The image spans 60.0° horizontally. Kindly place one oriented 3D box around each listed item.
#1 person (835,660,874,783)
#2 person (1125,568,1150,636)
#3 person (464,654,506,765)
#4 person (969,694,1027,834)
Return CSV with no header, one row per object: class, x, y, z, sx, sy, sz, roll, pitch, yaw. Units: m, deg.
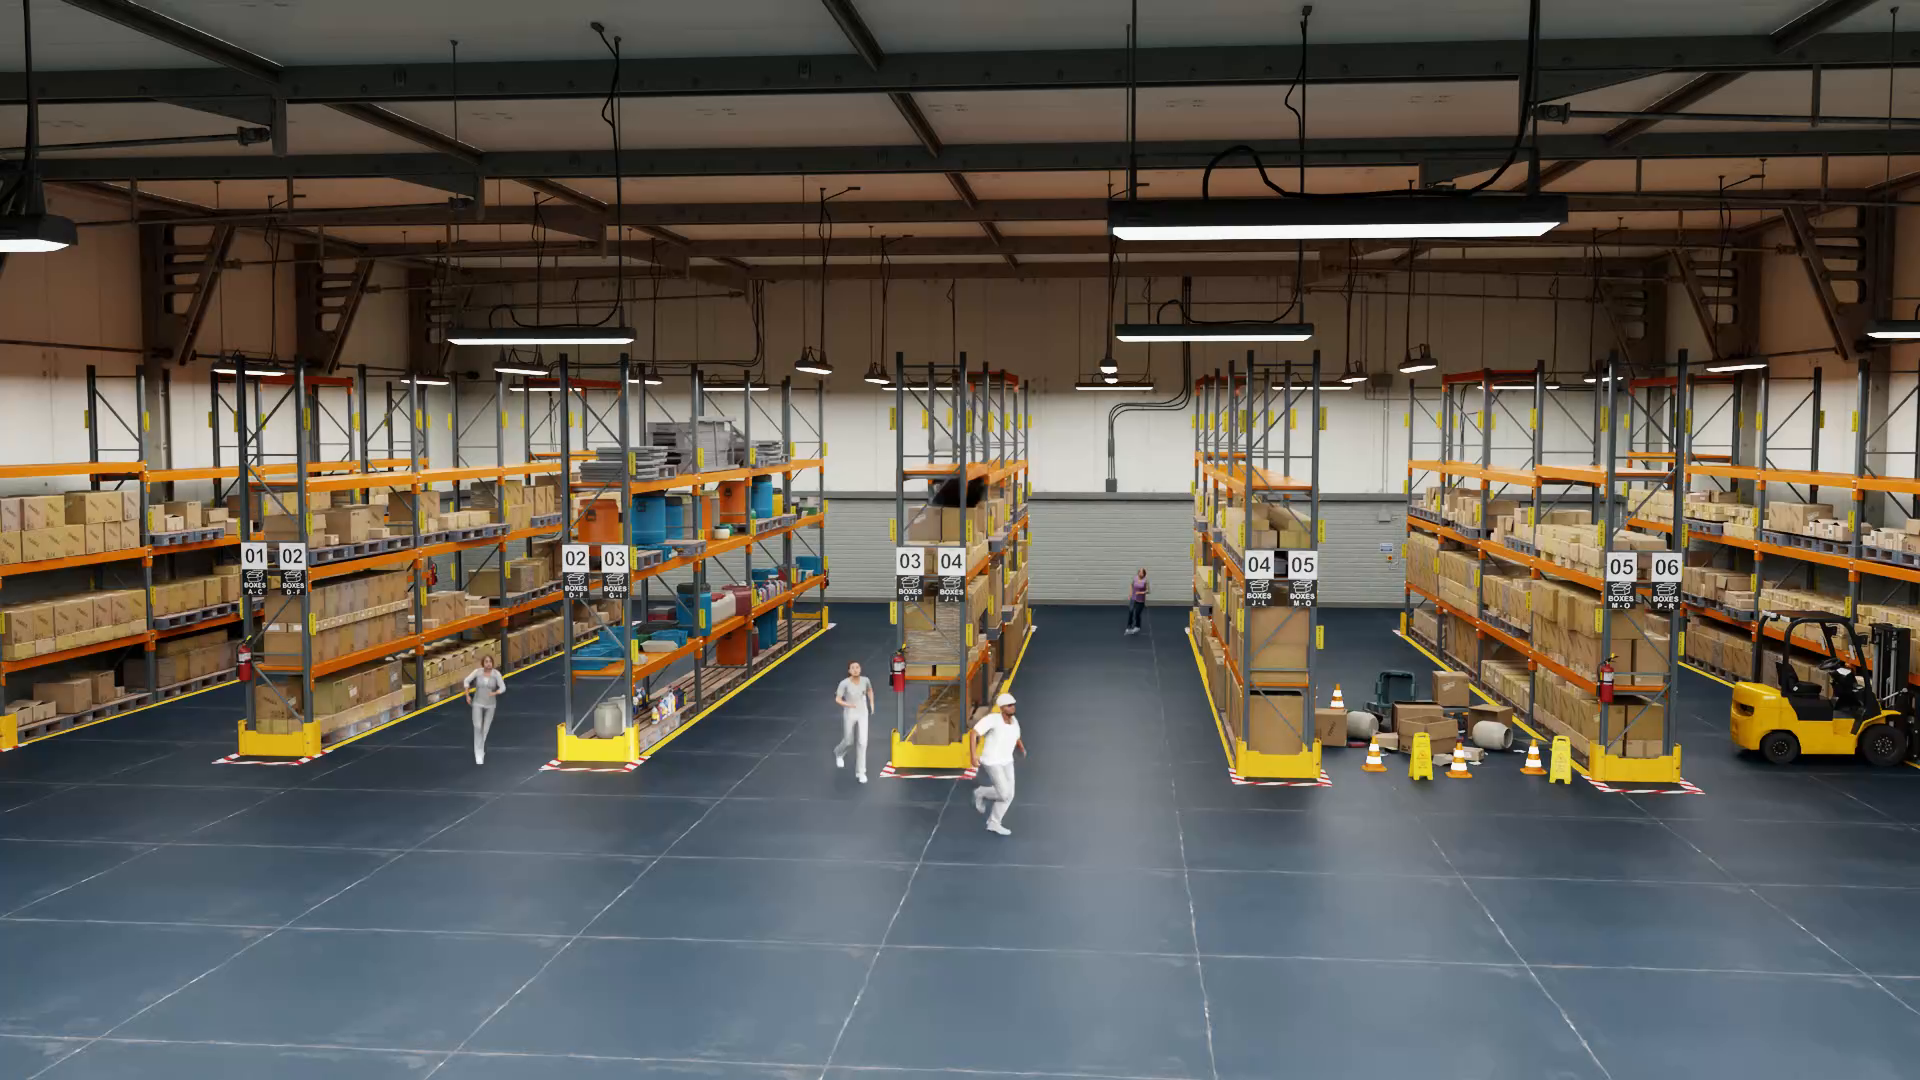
person,-1.485,2.509,23.415,0.577,1.675,0.953,-1,4,-18
person,4.214,1.440,39.073,0.549,1.579,0.682,2,4,22
person,-7.004,2.503,24.533,0.583,1.623,0.647,-2,4,-21
person,0.469,2.721,20.304,0.683,1.713,0.746,4,6,44
